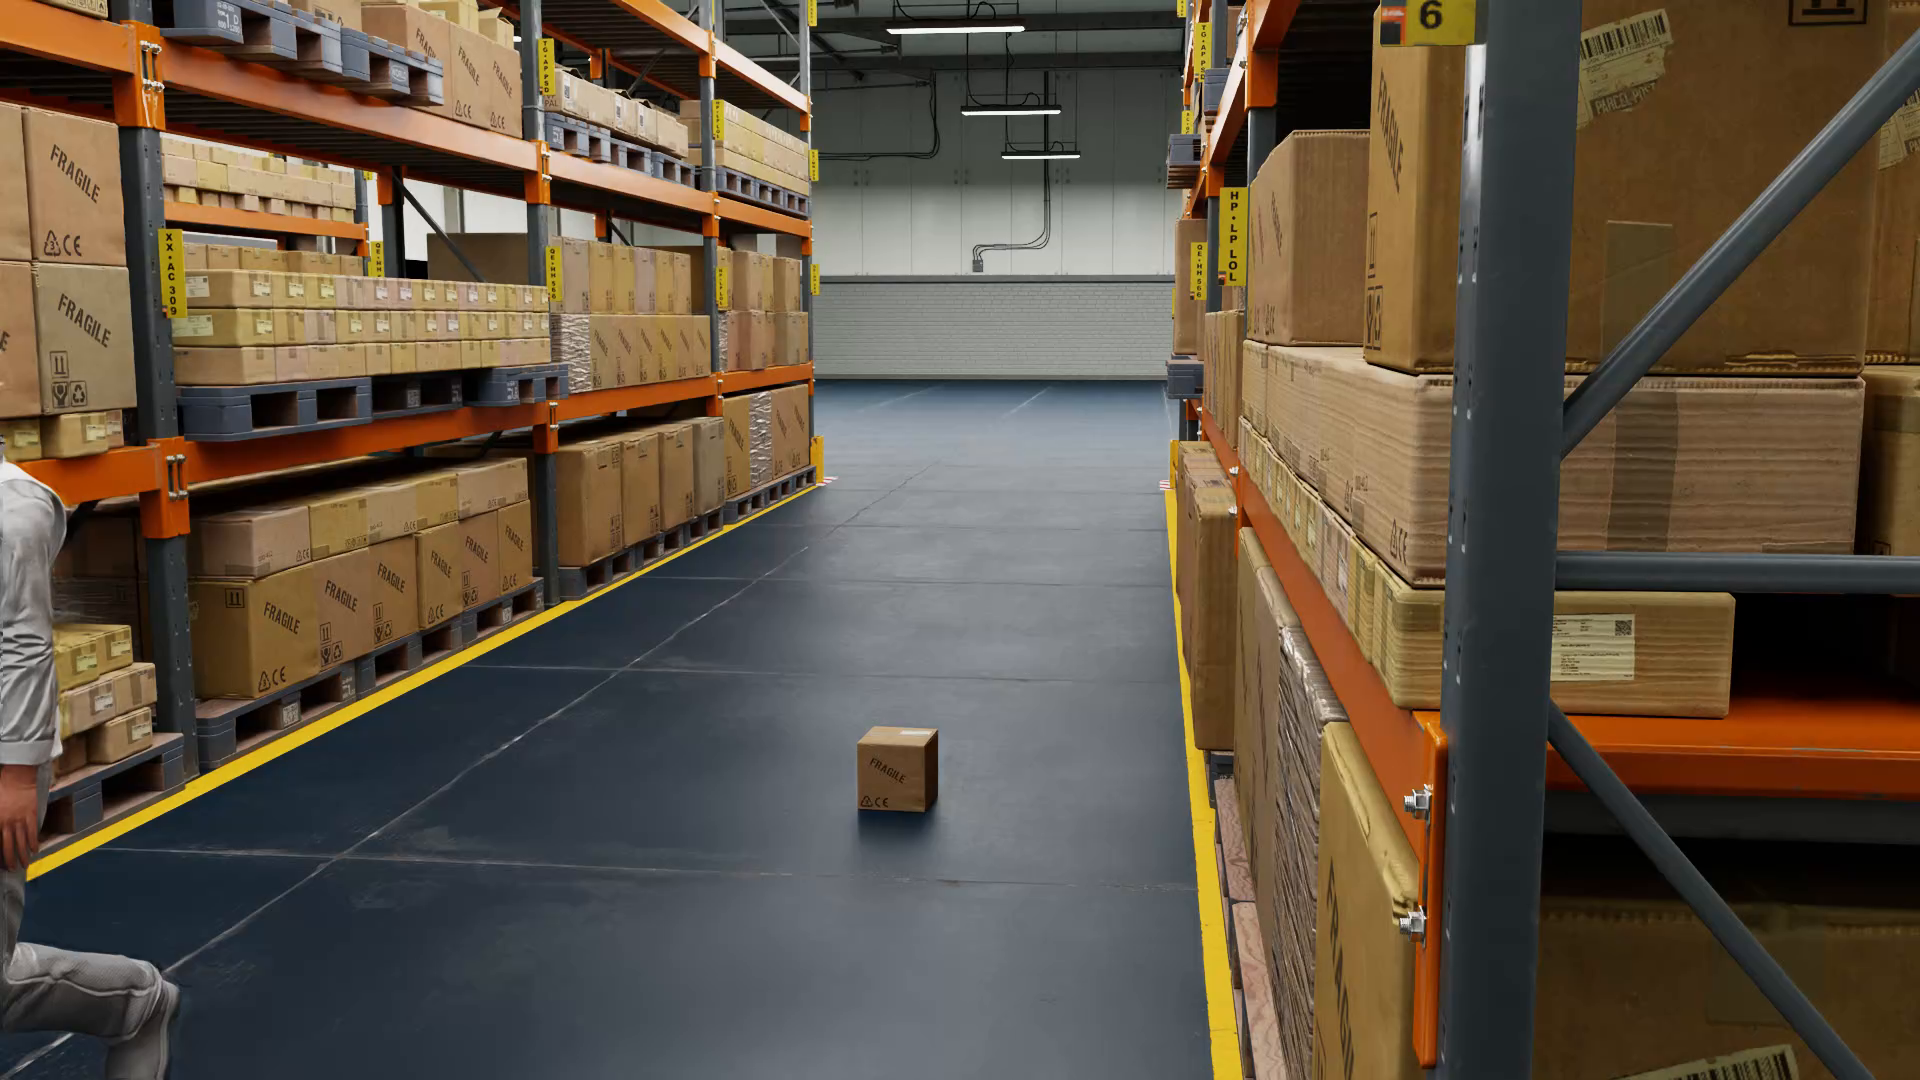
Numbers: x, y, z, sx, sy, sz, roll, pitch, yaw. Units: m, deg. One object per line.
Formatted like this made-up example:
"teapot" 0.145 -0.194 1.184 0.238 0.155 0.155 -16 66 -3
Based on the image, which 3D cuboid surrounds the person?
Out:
"person" -1.987 0.436 3.319 0.549 1.753 0.725 5 9 33
